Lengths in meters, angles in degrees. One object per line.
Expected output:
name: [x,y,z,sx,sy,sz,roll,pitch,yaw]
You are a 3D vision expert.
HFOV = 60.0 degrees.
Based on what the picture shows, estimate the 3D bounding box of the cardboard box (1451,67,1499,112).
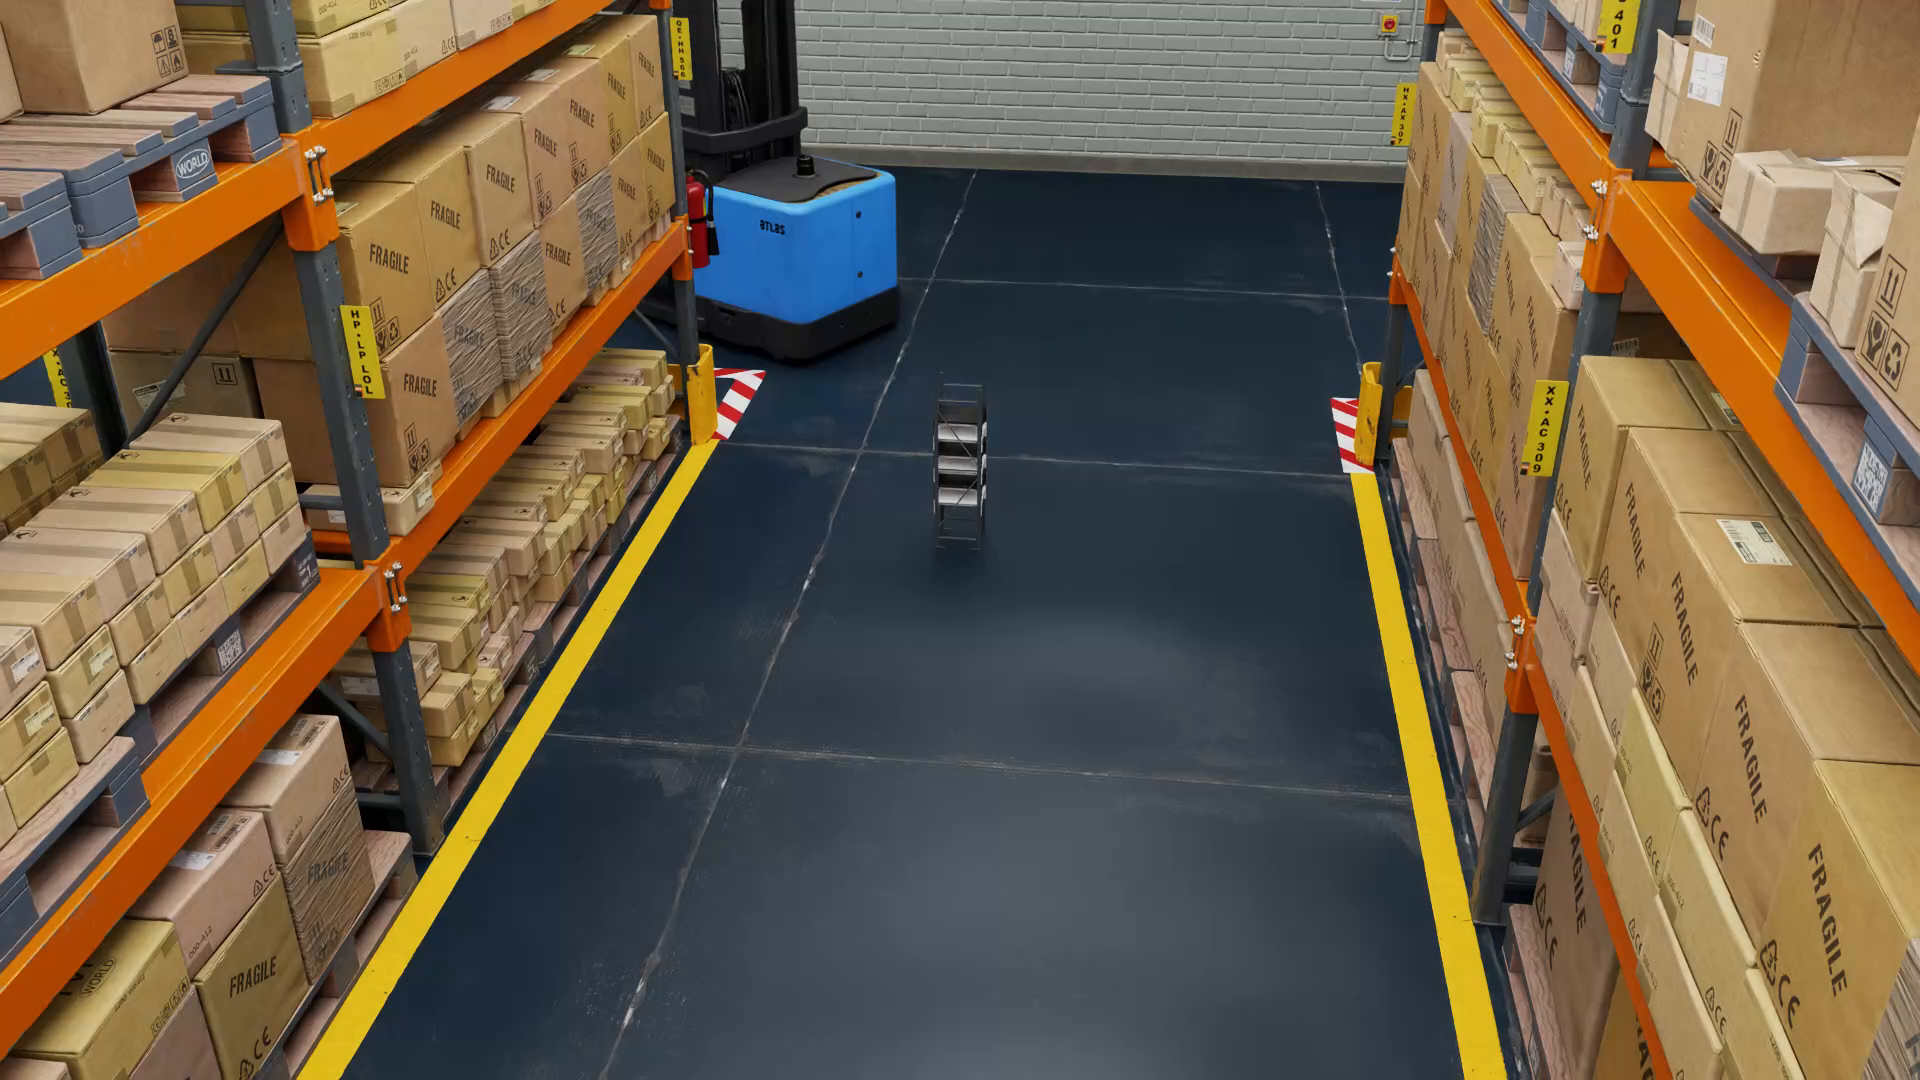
cardboard box: [2.442,-2.036,7.523,0.380,0.149,0.250,2,28,5]

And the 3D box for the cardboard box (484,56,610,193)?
cardboard box: [-1.969,-1.927,7.691,0.500,0.500,0.500,5,29,9]

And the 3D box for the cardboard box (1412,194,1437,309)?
cardboard box: [2.504,-1.380,8.044,0.500,0.500,0.500,3,28,5]

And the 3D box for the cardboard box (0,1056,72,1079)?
cardboard box: [-2.563,1.544,4.123,0.500,0.250,0.500,4,29,7]

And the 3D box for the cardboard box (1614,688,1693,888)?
cardboard box: [1.934,0.617,4.072,0.500,0.250,0.500,4,29,7]

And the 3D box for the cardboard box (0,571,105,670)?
cardboard box: [-2.520,0.209,4.395,0.380,0.149,0.250,2,28,5]

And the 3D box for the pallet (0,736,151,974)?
pallet: [-2.822,0.891,4.136,1.003,0.211,1.213,3,28,6]

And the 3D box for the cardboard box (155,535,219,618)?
cardboard box: [-2.451,0.092,4.925,0.380,0.149,0.250,5,29,8]

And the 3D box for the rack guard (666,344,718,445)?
rack guard: [-2.053,-0.889,9.873,1.175,0.500,0.348,3,28,6]

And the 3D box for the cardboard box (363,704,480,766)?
cardboard box: [-2.170,0.775,6.712,0.380,0.149,0.250,2,28,4]

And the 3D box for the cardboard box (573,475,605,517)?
cardboard box: [-1.987,-0.212,8.231,0.380,0.149,0.250,5,29,9]

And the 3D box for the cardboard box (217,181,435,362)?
cardboard box: [-2.236,-0.956,5.888,0.500,0.500,0.500,4,29,7]

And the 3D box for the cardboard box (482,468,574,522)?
cardboard box: [-2.069,-0.218,7.929,0.380,0.149,0.250,3,29,6]

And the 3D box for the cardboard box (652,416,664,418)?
cardboard box: [-1.901,-0.695,9.441,0.380,0.149,0.250,4,29,7]

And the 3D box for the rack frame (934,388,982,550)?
rack frame: [-0.011,-0.352,8.455,0.240,0.900,0.006,3,28,6]

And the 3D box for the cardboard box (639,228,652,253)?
cardboard box: [-1.871,-1.630,8.878,0.380,0.149,0.250,3,28,6]

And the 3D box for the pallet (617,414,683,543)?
pallet: [-2.187,-0.382,9.236,1.003,0.211,1.213,3,28,6]

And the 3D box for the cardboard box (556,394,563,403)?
cardboard box: [-2.359,-0.853,9.107,0.380,0.149,0.250,4,29,7]

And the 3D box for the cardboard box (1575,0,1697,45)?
cardboard box: [2.152,-1.712,5.196,0.396,0.266,0.258,4,29,8]

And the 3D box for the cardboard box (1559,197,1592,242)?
cardboard box: [2.294,-1.070,5.730,0.380,0.149,0.250,3,28,6]

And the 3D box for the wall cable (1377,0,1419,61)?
wall cable: [3.549,-4.902,13.582,0.585,1.953,0.123,3,28,6]

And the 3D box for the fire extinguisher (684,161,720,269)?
fire extinguisher: [-1.555,-1.919,9.624,0.296,0.674,0.183,3,28,6]

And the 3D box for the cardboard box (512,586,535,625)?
cardboard box: [-2.179,0.279,7.633,0.380,0.149,0.250,2,28,4]

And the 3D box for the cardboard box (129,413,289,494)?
cardboard box: [-2.389,-0.278,5.299,0.380,0.149,0.250,5,29,9]

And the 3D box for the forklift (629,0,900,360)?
forklift: [-1.891,-3.012,11.250,3.031,2.935,1.130,20,34,32]

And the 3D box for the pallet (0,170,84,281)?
pallet: [-2.839,-0.608,3.750,1.213,0.211,1.003,3,28,6]

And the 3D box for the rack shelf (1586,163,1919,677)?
rack shelf: [2.147,0.035,3.118,1.077,0.370,4.000,3,28,6]

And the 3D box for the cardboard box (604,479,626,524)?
cardboard box: [-1.936,-0.208,8.537,0.380,0.149,0.250,2,28,4]

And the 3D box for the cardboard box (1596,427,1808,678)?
cardboard box: [2.018,0.045,4.344,0.500,0.500,0.500,3,28,6]

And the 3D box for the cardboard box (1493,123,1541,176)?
cardboard box: [2.348,-1.550,6.621,0.380,0.149,0.250,3,28,6]

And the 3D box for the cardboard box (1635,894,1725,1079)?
cardboard box: [1.865,1.074,3.752,0.500,0.250,0.500,3,28,5]

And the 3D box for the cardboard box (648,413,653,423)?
cardboard box: [-1.910,-0.701,9.138,0.380,0.149,0.250,3,28,5]

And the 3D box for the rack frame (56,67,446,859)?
rack frame: [-2.534,-0.142,5.852,1.000,3.000,0.127,3,28,6]

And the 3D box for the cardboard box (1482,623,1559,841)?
cardboard box: [2.575,0.751,6.451,0.875,0.438,0.875,3,28,5]

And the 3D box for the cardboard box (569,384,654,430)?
cardboard box: [-1.850,-0.709,8.839,0.380,0.149,0.250,3,28,5]

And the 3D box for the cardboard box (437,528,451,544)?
cardboard box: [-2.582,0.016,7.806,0.380,0.149,0.250,2,28,4]

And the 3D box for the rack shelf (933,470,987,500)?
rack shelf: [0.001,-0.291,8.602,0.258,0.077,0.200,3,28,6]

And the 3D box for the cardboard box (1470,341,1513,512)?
cardboard box: [2.252,-0.422,6.265,0.500,0.500,0.500,3,28,5]

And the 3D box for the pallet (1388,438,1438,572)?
pallet: [2.861,-0.177,8.855,1.003,0.211,1.213,3,28,6]

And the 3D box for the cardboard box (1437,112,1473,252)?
cardboard box: [2.428,-1.574,7.349,0.500,0.500,0.500,3,28,6]

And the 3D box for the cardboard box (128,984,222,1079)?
cardboard box: [-2.505,1.619,4.775,0.500,0.500,0.500,3,28,5]

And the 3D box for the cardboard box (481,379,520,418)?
cardboard box: [-2.101,-0.643,7.046,0.380,0.149,0.250,4,29,7]

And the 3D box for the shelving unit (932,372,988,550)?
shelving unit: [0.001,-0.400,8.544,0.258,0.900,0.210,3,28,6]

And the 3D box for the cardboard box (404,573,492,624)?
cardboard box: [-2.211,0.268,7.026,0.380,0.149,0.250,3,28,5]

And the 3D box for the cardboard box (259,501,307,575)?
cardboard box: [-2.386,-0.018,5.443,0.380,0.149,0.250,3,28,5]

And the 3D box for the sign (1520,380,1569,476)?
sign: [1.841,-0.350,5.241,0.100,0.325,0.005,3,28,6]

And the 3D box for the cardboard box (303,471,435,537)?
cardboard box: [-2.174,-0.146,6.124,0.380,0.149,0.250,4,29,8]

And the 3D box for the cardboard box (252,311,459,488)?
cardboard box: [-2.223,-0.536,6.163,0.500,0.500,0.500,3,28,5]

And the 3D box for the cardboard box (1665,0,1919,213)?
cardboard box: [1.996,-1.054,3.833,0.500,0.500,0.500,3,28,5]

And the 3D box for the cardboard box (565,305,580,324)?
cardboard box: [-2.048,-1.144,7.975,0.380,0.149,0.250,2,28,4]

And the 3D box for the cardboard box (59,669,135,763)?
cardboard box: [-2.509,0.470,4.536,0.380,0.149,0.250,2,28,4]

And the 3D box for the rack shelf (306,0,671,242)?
rack shelf: [-2.288,-2.088,7.058,1.077,0.370,4.000,3,28,6]

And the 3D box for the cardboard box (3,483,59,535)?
cardboard box: [-3.068,-0.067,5.220,0.380,0.149,0.250,3,28,5]

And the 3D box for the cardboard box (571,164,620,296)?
cardboard box: [-1.964,-1.492,7.939,0.500,0.500,0.500,3,29,6]

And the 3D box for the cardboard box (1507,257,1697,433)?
cardboard box: [2.175,-0.625,5.587,0.500,0.500,0.500,3,28,6]

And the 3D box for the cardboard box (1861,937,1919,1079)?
cardboard box: [1.760,0.996,2.579,0.500,0.500,0.500,4,29,7]

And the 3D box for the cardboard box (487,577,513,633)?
cardboard box: [-2.200,0.277,7.323,0.380,0.149,0.250,2,28,4]

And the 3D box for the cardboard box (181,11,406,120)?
cardboard box: [-2.215,-1.600,5.552,0.500,0.250,0.500,5,29,9]
